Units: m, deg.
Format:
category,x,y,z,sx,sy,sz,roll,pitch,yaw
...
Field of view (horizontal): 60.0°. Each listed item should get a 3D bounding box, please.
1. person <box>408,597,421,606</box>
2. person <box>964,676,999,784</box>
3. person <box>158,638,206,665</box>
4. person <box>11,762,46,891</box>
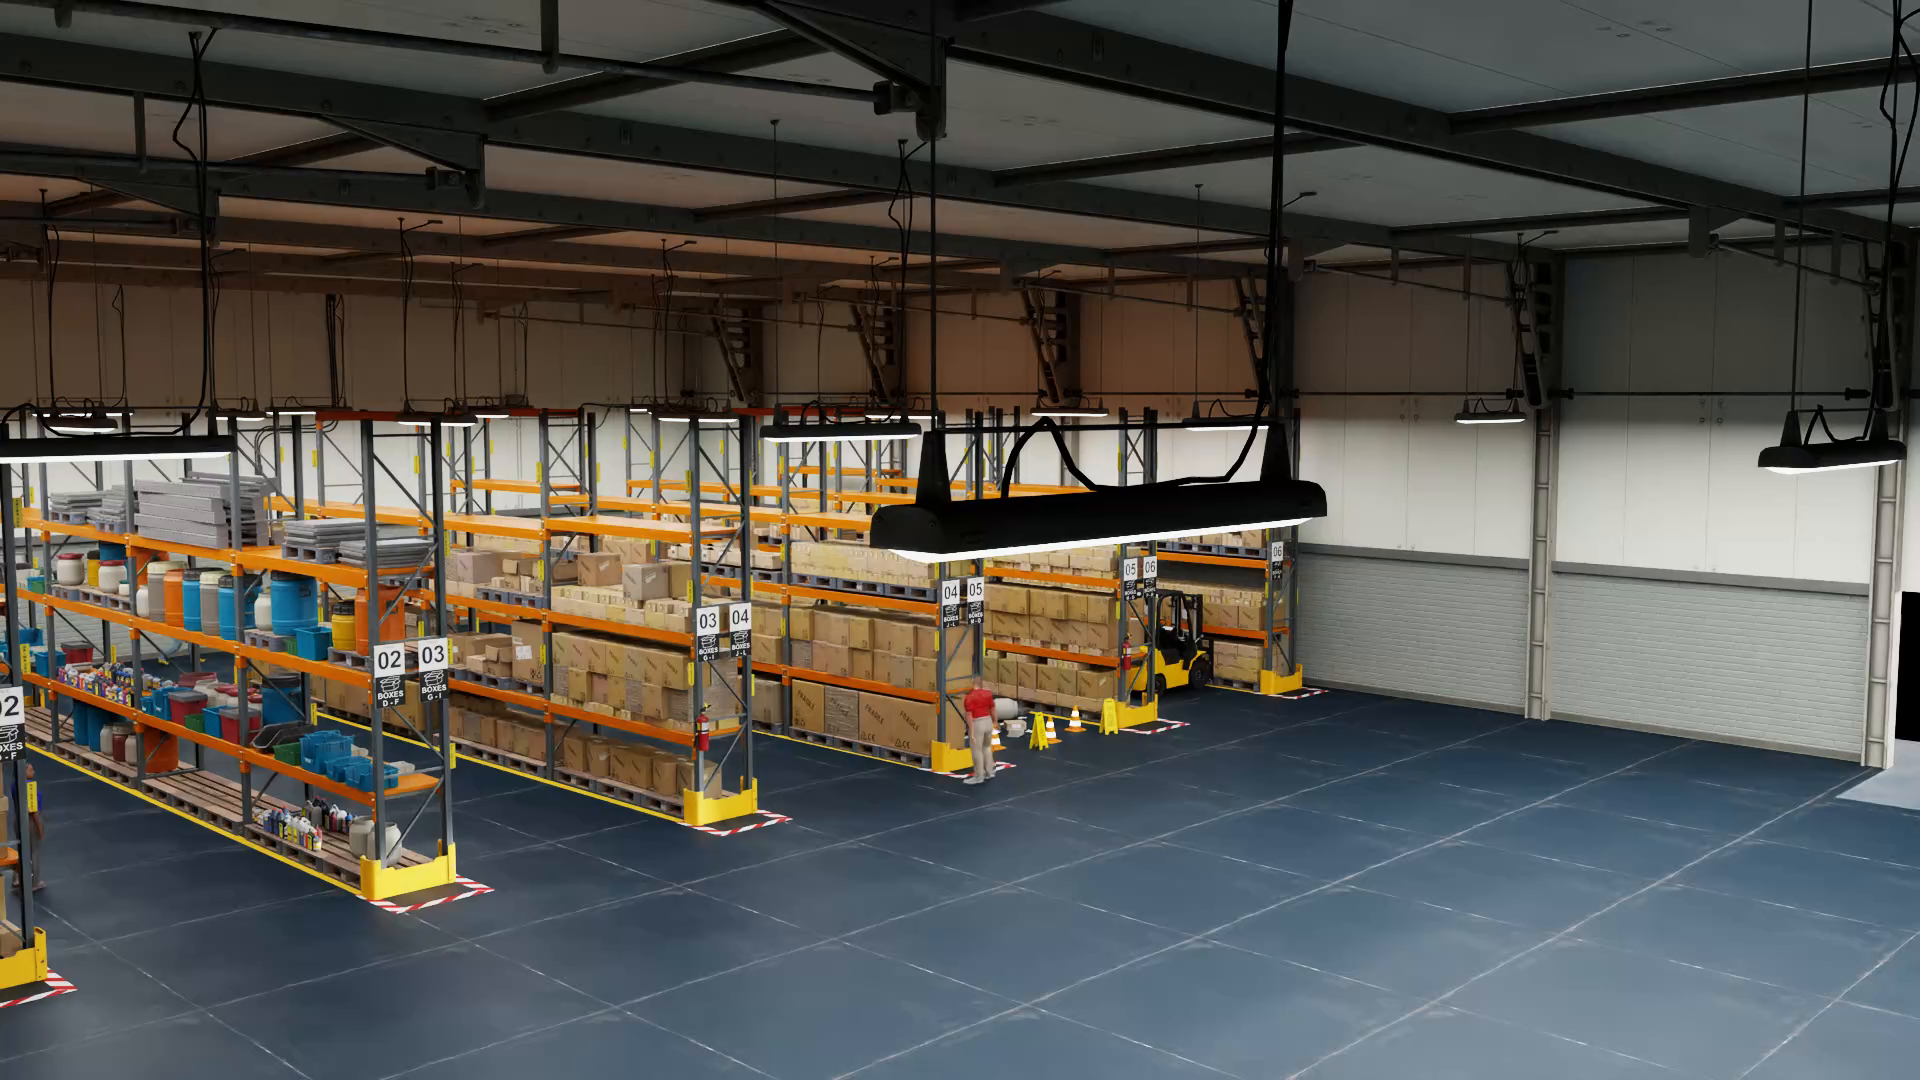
category,x,y,z,sx,sy,sz,roll,pitch,yaw
person,-12.777,2.045,38.971,0.507,1.642,0.786,-4,6,-36
person,0.358,3.086,27.035,0.705,1.766,0.397,-3,6,-34
person,-18.080,2.064,38.576,1.022,1.720,0.688,-2,6,-26
person,-11.847,3.629,21.138,0.487,1.665,0.372,1,5,16
